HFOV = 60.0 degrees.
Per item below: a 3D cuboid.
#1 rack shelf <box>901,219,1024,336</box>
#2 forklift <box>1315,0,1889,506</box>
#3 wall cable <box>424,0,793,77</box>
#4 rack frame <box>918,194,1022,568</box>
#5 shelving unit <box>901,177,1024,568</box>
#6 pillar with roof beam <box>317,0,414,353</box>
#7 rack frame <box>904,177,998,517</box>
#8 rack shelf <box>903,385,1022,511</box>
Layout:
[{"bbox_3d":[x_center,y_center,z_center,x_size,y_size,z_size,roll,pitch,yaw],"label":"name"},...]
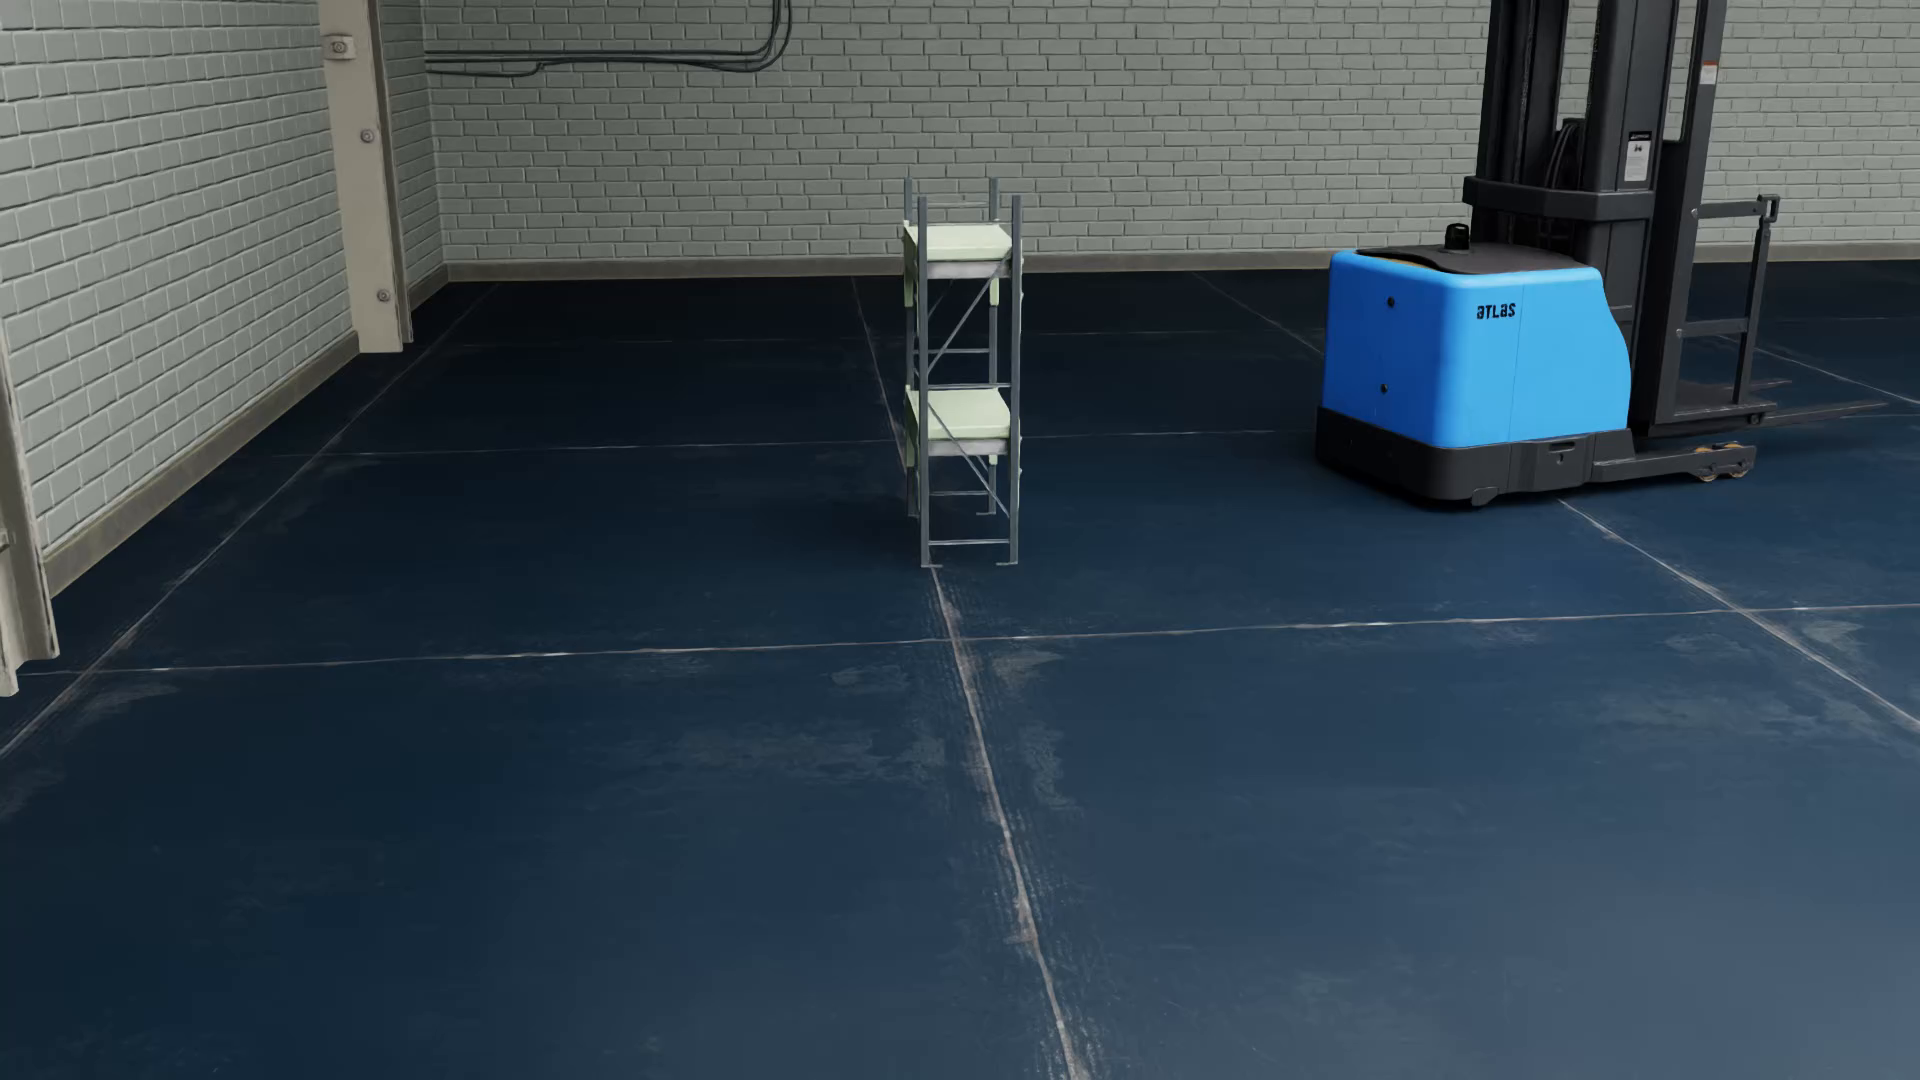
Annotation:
[{"bbox_3d":[-0.001,-1.090,6.842,0.431,0.370,0.720,-2,18,-6],"label":"rack shelf"},{"bbox_3d":[3.347,-1.819,8.079,3.031,2.935,1.130,-7,19,-22],"label":"forklift"},{"bbox_3d":[-2.931,-5.054,13.435,3.097,2.526,0.112,-2,18,-6],"label":"wall cable"},{"bbox_3d":[0.037,-0.609,6.611,0.400,1.500,0.023,-2,18,-6],"label":"rack frame"},{"bbox_3d":[-0.001,-0.718,6.959,0.431,1.500,0.755,-2,18,-6],"label":"shelving unit"},{"bbox_3d":[0.340,-5.750,10.467,9.100,9.000,0.400,-2,18,-6],"label":"pillar with roof beam"},{"bbox_3d":[-0.038,-0.827,7.306,0.400,1.500,0.023,-2,18,-6],"label":"rack frame"},{"bbox_3d":[-0.001,-0.407,7.056,0.431,0.370,0.720,-2,18,-6],"label":"rack shelf"}]
